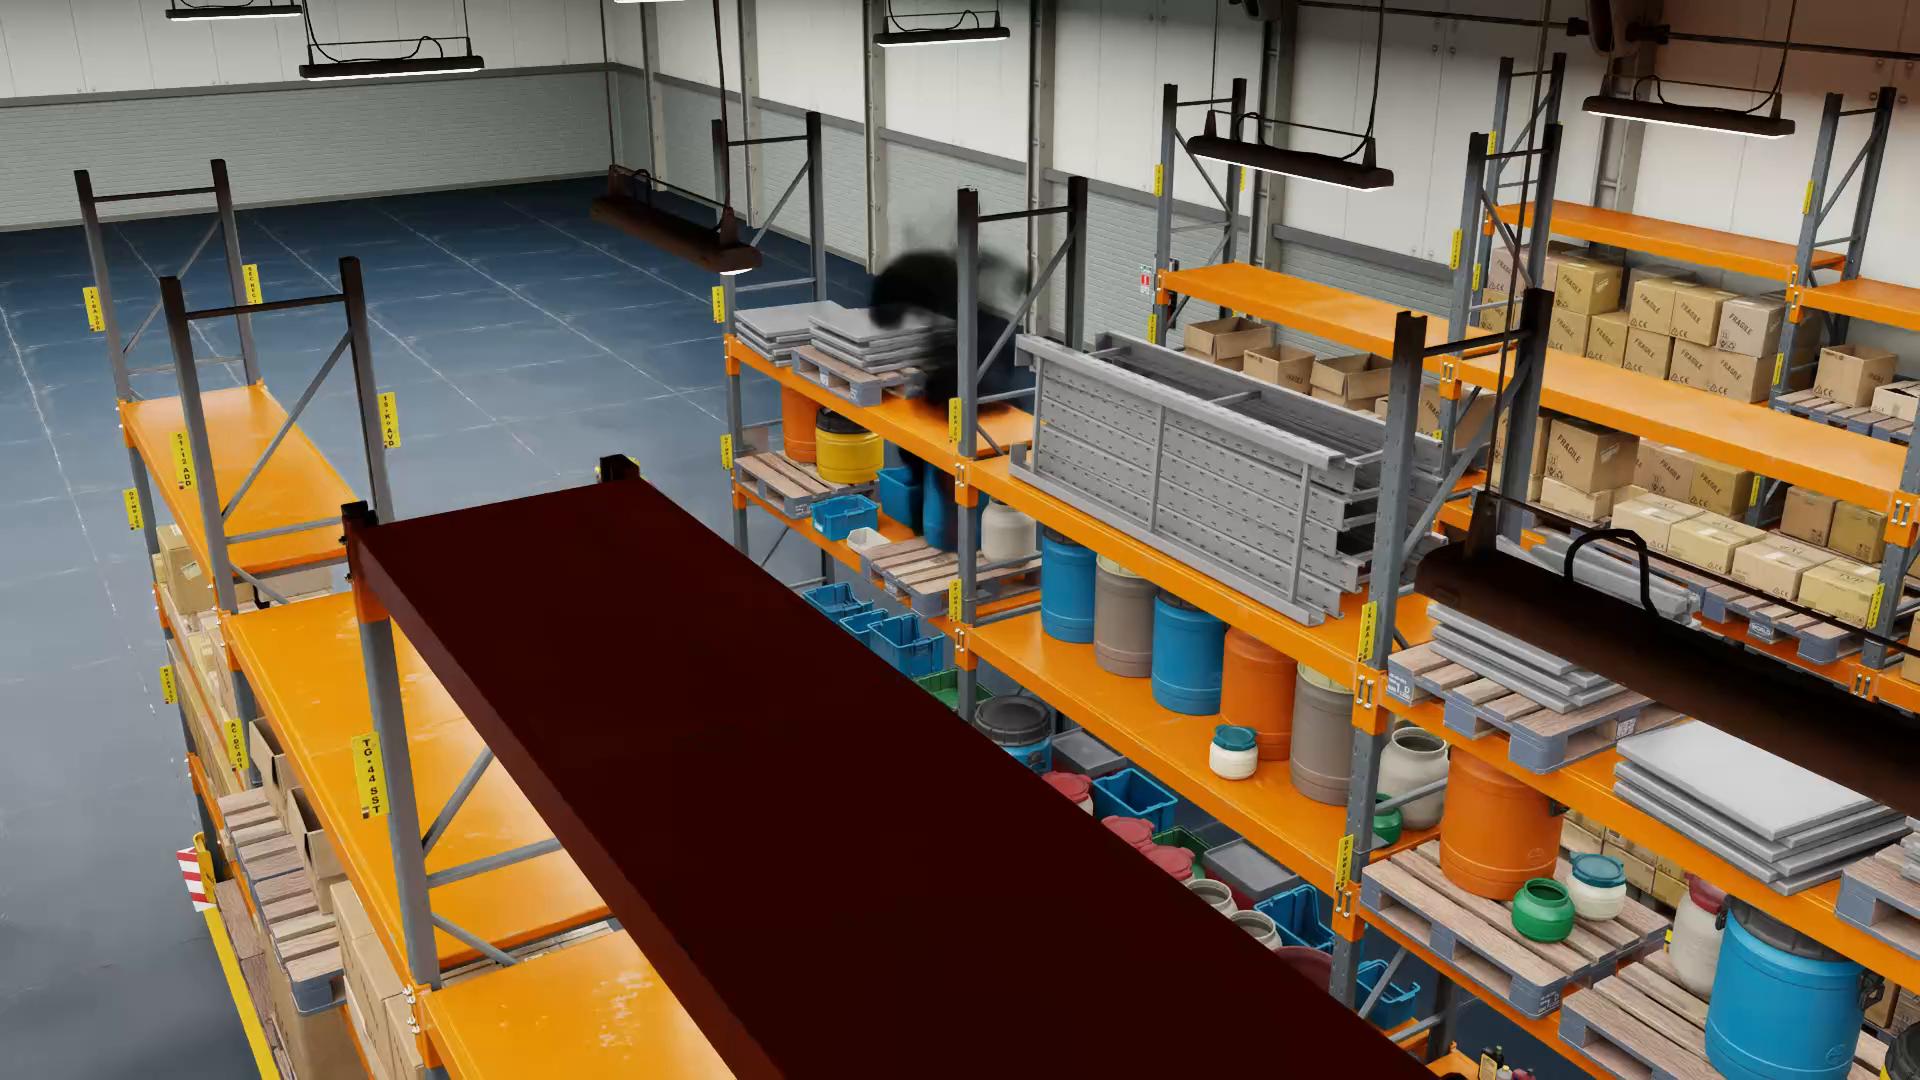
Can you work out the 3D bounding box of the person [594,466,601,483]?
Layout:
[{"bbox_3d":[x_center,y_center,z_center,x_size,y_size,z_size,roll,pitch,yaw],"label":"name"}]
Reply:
[{"bbox_3d":[-4.030,-0.102,19.341,0.609,1.717,0.697,-3,22,-7],"label":"person"}]
